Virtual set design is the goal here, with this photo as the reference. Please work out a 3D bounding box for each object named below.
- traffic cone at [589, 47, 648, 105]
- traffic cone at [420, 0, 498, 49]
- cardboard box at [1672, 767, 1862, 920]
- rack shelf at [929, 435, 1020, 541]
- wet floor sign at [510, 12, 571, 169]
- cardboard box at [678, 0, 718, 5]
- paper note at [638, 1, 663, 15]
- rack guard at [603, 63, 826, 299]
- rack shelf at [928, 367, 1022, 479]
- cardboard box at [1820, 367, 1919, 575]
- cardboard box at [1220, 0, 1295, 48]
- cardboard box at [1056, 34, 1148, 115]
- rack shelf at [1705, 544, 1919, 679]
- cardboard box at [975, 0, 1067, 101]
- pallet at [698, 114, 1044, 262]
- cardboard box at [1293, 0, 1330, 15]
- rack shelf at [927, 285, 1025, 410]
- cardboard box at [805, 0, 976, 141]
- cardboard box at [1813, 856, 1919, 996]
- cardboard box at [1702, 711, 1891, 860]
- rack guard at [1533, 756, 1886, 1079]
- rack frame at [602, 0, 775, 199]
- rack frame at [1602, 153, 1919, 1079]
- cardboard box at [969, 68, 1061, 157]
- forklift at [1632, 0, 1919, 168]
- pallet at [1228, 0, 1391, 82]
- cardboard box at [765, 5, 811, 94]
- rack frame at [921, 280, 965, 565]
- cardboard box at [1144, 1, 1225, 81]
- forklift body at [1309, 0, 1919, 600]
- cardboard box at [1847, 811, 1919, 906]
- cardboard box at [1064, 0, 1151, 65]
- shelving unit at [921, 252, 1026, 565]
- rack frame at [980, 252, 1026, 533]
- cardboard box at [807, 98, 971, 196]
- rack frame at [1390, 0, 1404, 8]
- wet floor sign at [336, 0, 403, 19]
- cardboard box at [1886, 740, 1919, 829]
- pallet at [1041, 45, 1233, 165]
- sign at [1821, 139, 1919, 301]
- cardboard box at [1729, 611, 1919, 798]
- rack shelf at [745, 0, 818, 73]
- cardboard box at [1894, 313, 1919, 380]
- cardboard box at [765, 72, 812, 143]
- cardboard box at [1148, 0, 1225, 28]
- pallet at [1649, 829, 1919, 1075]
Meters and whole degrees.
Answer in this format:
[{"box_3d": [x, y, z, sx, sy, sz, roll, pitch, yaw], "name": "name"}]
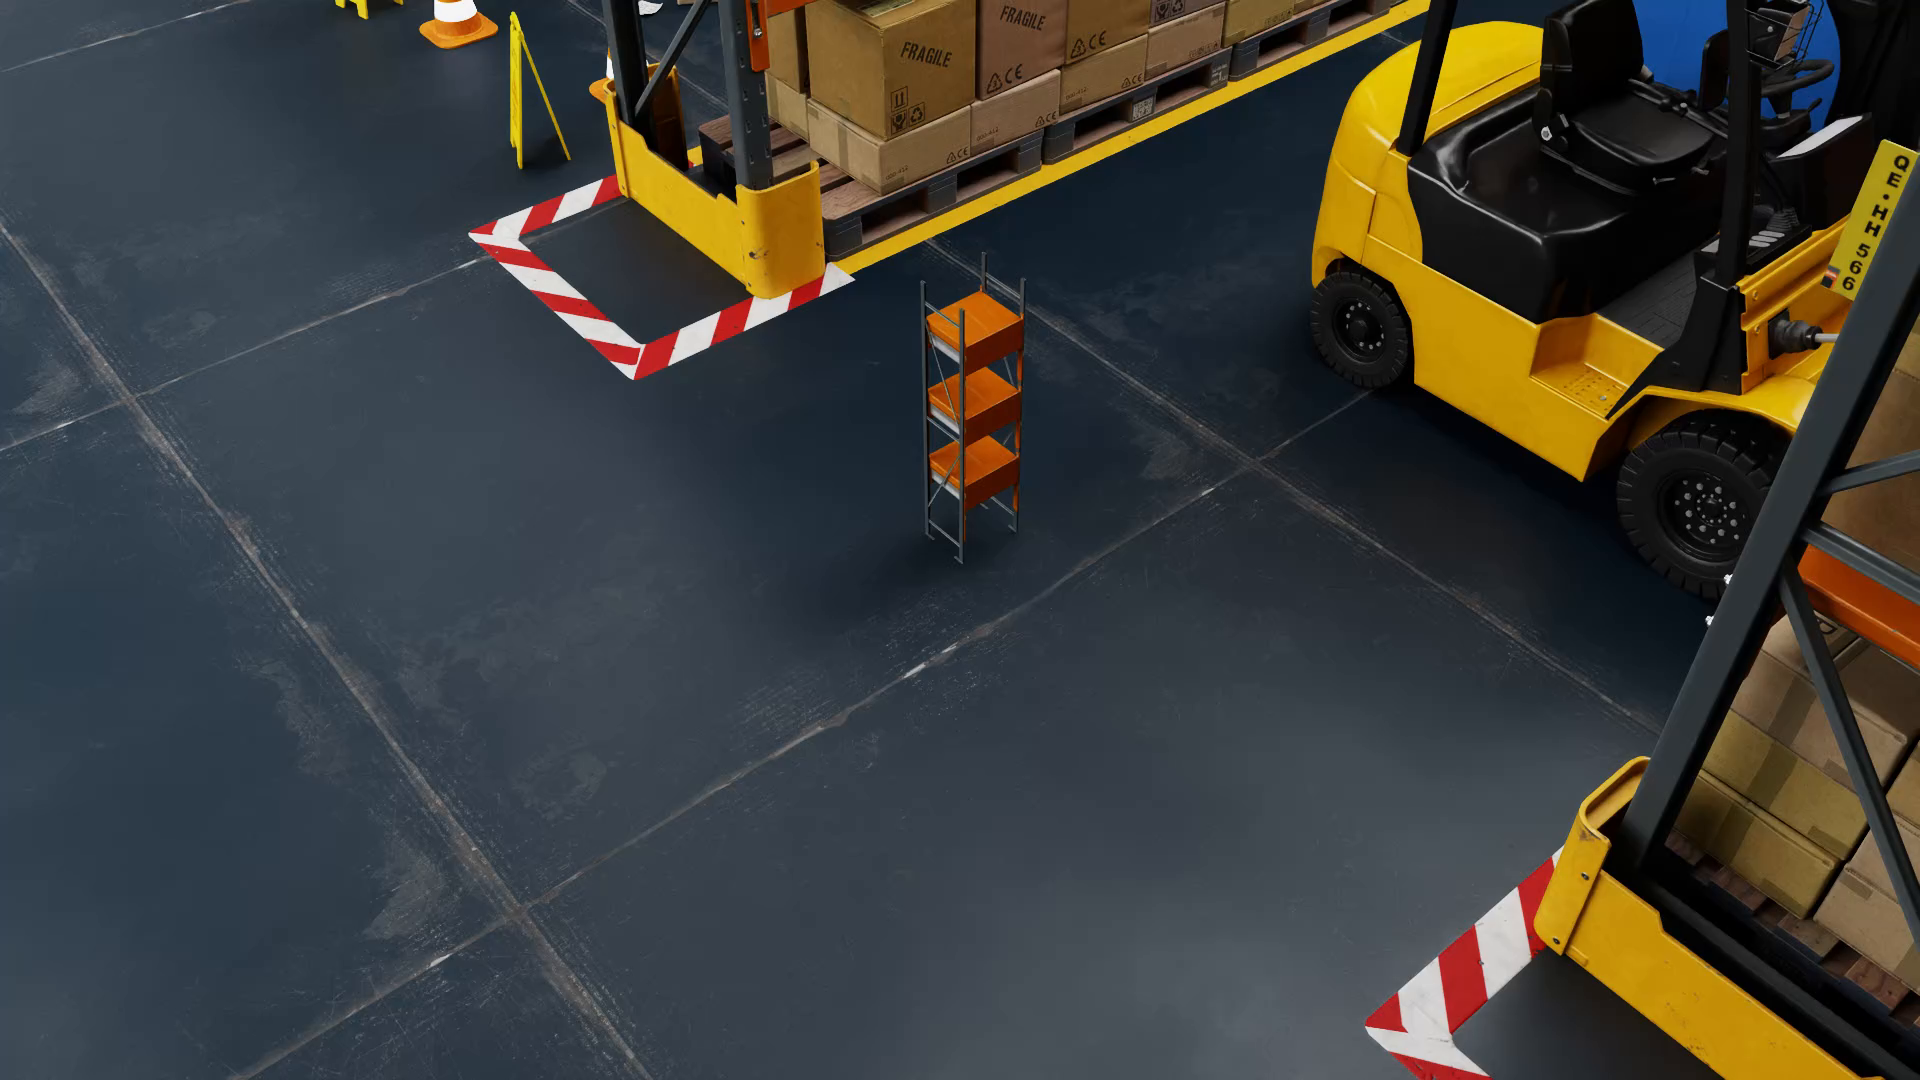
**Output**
[{"box_3d": [-1.597, -2.349, 7.914, 0.334, 0.463, 0.336, -30, 51, -28], "name": "traffic cone"}, {"box_3d": [-2.570, -2.783, 8.375, 0.334, 0.463, 0.336, -30, 51, -28], "name": "traffic cone"}, {"box_3d": [2.246, 0.674, 4.543, 0.500, 0.250, 0.500, -29, 51, -28], "name": "cardboard box"}, {"box_3d": [0.041, -0.196, 5.613, 0.240, 0.259, 0.215, -30, 51, -28], "name": "rack shelf"}, {"box_3d": [-1.931, -2.028, 7.438, 0.232, 0.644, 0.267, -14, 45, -14], "name": "wet floor sign"}, {"box_3d": [-1.390, -3.005, 8.841, 0.250, 0.149, 0.380, -7, 44, -7], "name": "cardboard box"}, {"box_3d": [-1.651, -2.786, 8.694, 0.148, 0.019, 0.142, 22, 47, 21], "name": "paper note"}, {"box_3d": [-1.041, -1.530, 7.014, 0.348, 0.500, 1.175, -30, 51, -28], "name": "rack guard"}, {"box_3d": [0.041, -0.399, 5.423, 0.240, 0.259, 0.215, -30, 51, -28], "name": "rack shelf"}, {"box_3d": [2.297, -0.193, 3.692, 0.500, 0.500, 0.500, -31, 51, -29], "name": "cardboard box"}, {"box_3d": [1.286, -2.676, 8.109, 0.500, 0.250, 0.500, -31, 51, -29], "name": "cardboard box"}, {"box_3d": [0.504, -2.234, 7.640, 0.500, 0.250, 0.500, -26, 49, -25], "name": "cardboard box"}, {"box_3d": [3.622, -0.419, 4.531, 4.000, 0.370, 1.077, -30, 51, -28], "name": "rack shelf"}, {"box_3d": [0.113, -2.284, 7.145, 0.500, 0.500, 0.500, -32, 52, -29], "name": "cardboard box"}, {"box_3d": [-0.395, -1.763, 7.473, 1.213, 0.211, 1.003, -30, 51, -28], "name": "pallet"}, {"box_3d": [1.688, -2.915, 8.364, 0.500, 0.250, 0.500, -28, 50, -26], "name": "cardboard box"}, {"box_3d": [0.041, -0.605, 5.229, 0.240, 0.259, 0.215, -30, 51, -28], "name": "rack shelf"}, {"box_3d": [-0.285, -2.052, 6.898, 0.500, 0.500, 0.500, -32, 52, -29], "name": "cardboard box"}, {"box_3d": [2.591, 0.933, 4.267, 0.500, 0.250, 0.500, -30, 51, -28], "name": "cardboard box"}, {"box_3d": [2.261, 0.486, 4.378, 0.500, 0.250, 0.500, -30, 51, -28], "name": "cardboard box"}, {"box_3d": [2.070, 1.119, 4.194, 0.348, 0.500, 1.175, -30, 51, -28], "name": "rack guard"}, {"box_3d": [-1.099, -2.408, 6.123, 0.127, 3.000, 1.000, -30, 51, -28], "name": "rack frame"}, {"box_3d": [2.088, 0.197, 3.349, 0.127, 3.000, 1.000, -30, 51, -28], "name": "rack frame"}, {"box_3d": [0.093, -1.988, 7.377, 0.500, 0.250, 0.500, -28, 50, -27], "name": "cardboard box"}, {"box_3d": [4.372, -2.659, 6.440, 3.031, 2.935, 1.130, 29, 51, 28], "name": "forklift"}, {"box_3d": [1.477, -2.835, 8.614, 1.213, 0.211, 1.003, -30, 51, -28], "name": "pallet"}, {"box_3d": [-0.652, -2.321, 7.184, 0.500, 0.500, 0.500, -29, 51, -28], "name": "cardboard box"}, {"box_3d": [-0.053, -0.353, 5.359, 0.008, 1.050, 0.200, -30, 51, -28], "name": "rack frame"}, {"box_3d": [0.893, -2.455, 7.874, 0.500, 0.250, 0.500, -29, 50, -27], "name": "cardboard box"}, {"box_3d": [2.372, -1.284, 5.547, 1.214, 2.155, 2.313, -30, 51, -28], "name": "forklift body"}, {"box_3d": [2.582, 0.767, 4.079, 0.500, 0.250, 0.500, -29, 50, -27], "name": "cardboard box"}, {"box_3d": [0.503, -2.500, 7.375, 0.500, 0.500, 0.500, -29, 50, -27], "name": "cardboard box"}, {"box_3d": [0.041, -0.406, 5.416, 0.252, 1.050, 0.215, -30, 51, -28], "name": "shelving unit"}, {"box_3d": [0.135, -0.460, 5.473, 0.008, 1.050, 0.200, -30, 51, -28], "name": "rack frame"}, {"box_3d": [-0.303, -1.768, 7.143, 0.500, 0.250, 0.500, -30, 51, -28], "name": "cardboard box"}, {"box_3d": [1.969, -4.165, 7.993, 0.127, 3.000, 1.000, -30, 51, -28], "name": "rack frame"}, {"box_3d": [-3.104, -3.052, 8.528, 0.267, 0.644, 0.232, 30, 51, 28], "name": "wet floor sign"}, {"box_3d": [2.578, 0.570, 3.923, 0.500, 0.250, 0.500, -31, 51, -28], "name": "cardboard box"}, {"box_3d": [0.540, -2.296, 8.041, 1.213, 0.211, 1.003, -30, 51, -28], "name": "pallet"}, {"box_3d": [1.751, -0.602, 3.182, 0.005, 0.325, 0.100, -30, 51, -28], "name": "sign"}, {"box_3d": [2.241, 0.316, 4.194, 0.500, 0.250, 0.500, -28, 50, -27], "name": "cardboard box"}, {"box_3d": [0.435, -3.024, 7.304, 4.000, 0.370, 1.077, -30, 51, -28], "name": "rack shelf"}, {"box_3d": [2.175, -0.375, 3.412, 0.250, 0.149, 0.380, -29, 50, -27], "name": "cardboard box"}, {"box_3d": [-0.633, -2.065, 7.460, 0.500, 0.250, 0.500, -30, 51, -28], "name": "cardboard box"}, {"box_3d": [0.908, -2.739, 7.629, 0.500, 0.500, 0.500, -27, 50, -26], "name": "cardboard box"}, {"box_3d": [2.648, 0.856, 4.685, 1.213, 0.211, 1.003, -30, 51, -28], "name": "pallet"}]
